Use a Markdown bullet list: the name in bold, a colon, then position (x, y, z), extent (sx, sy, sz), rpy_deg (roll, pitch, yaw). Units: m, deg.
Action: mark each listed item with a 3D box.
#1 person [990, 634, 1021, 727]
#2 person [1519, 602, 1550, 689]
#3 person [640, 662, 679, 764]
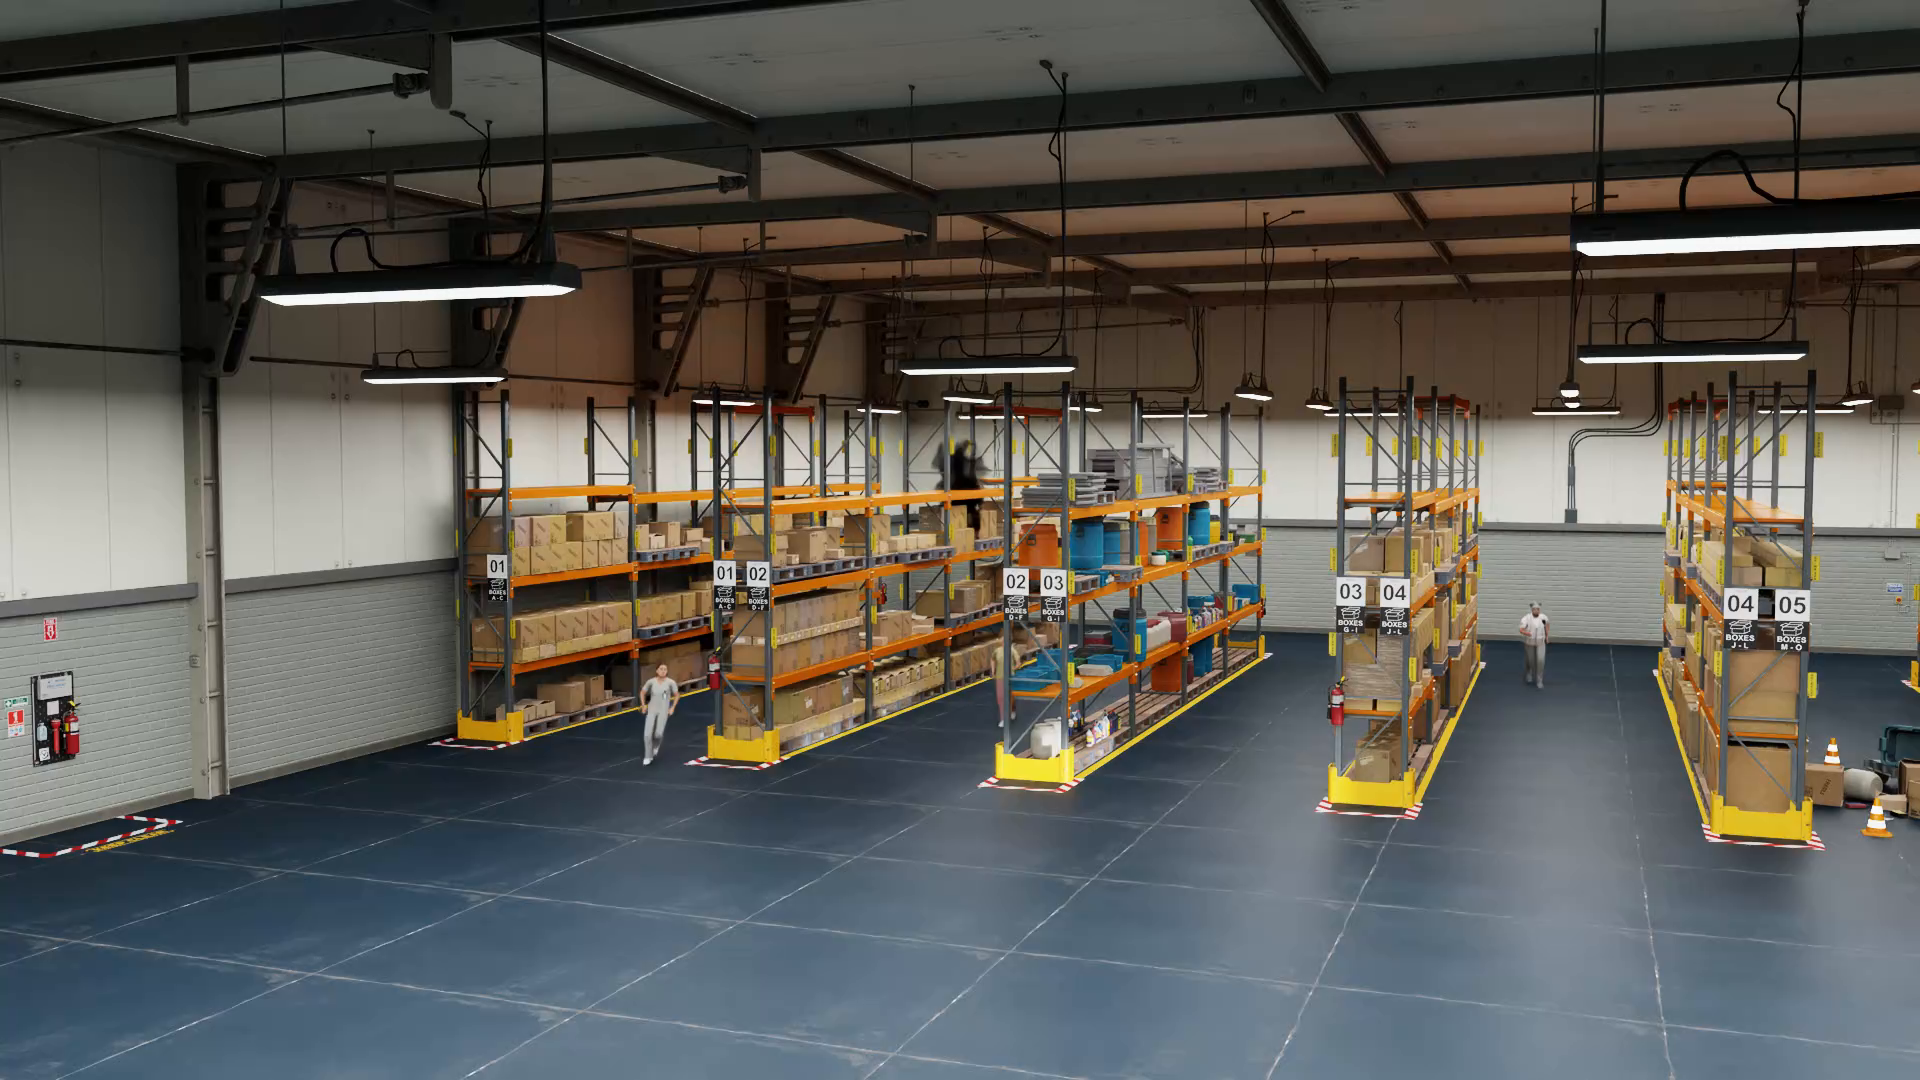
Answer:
- **person**: position (0.813, 2.519, 30.129), extent (0.587, 1.658, 0.752), rpy_deg (1, 3, 14)
- **person**: position (12.117, 2.189, 35.089), extent (0.631, 1.798, 0.947), rpy_deg (1, 3, 14)
- **person**: position (-4.786, 2.751, 26.458), extent (0.617, 1.626, 0.533), rpy_deg (0, 3, -3)
